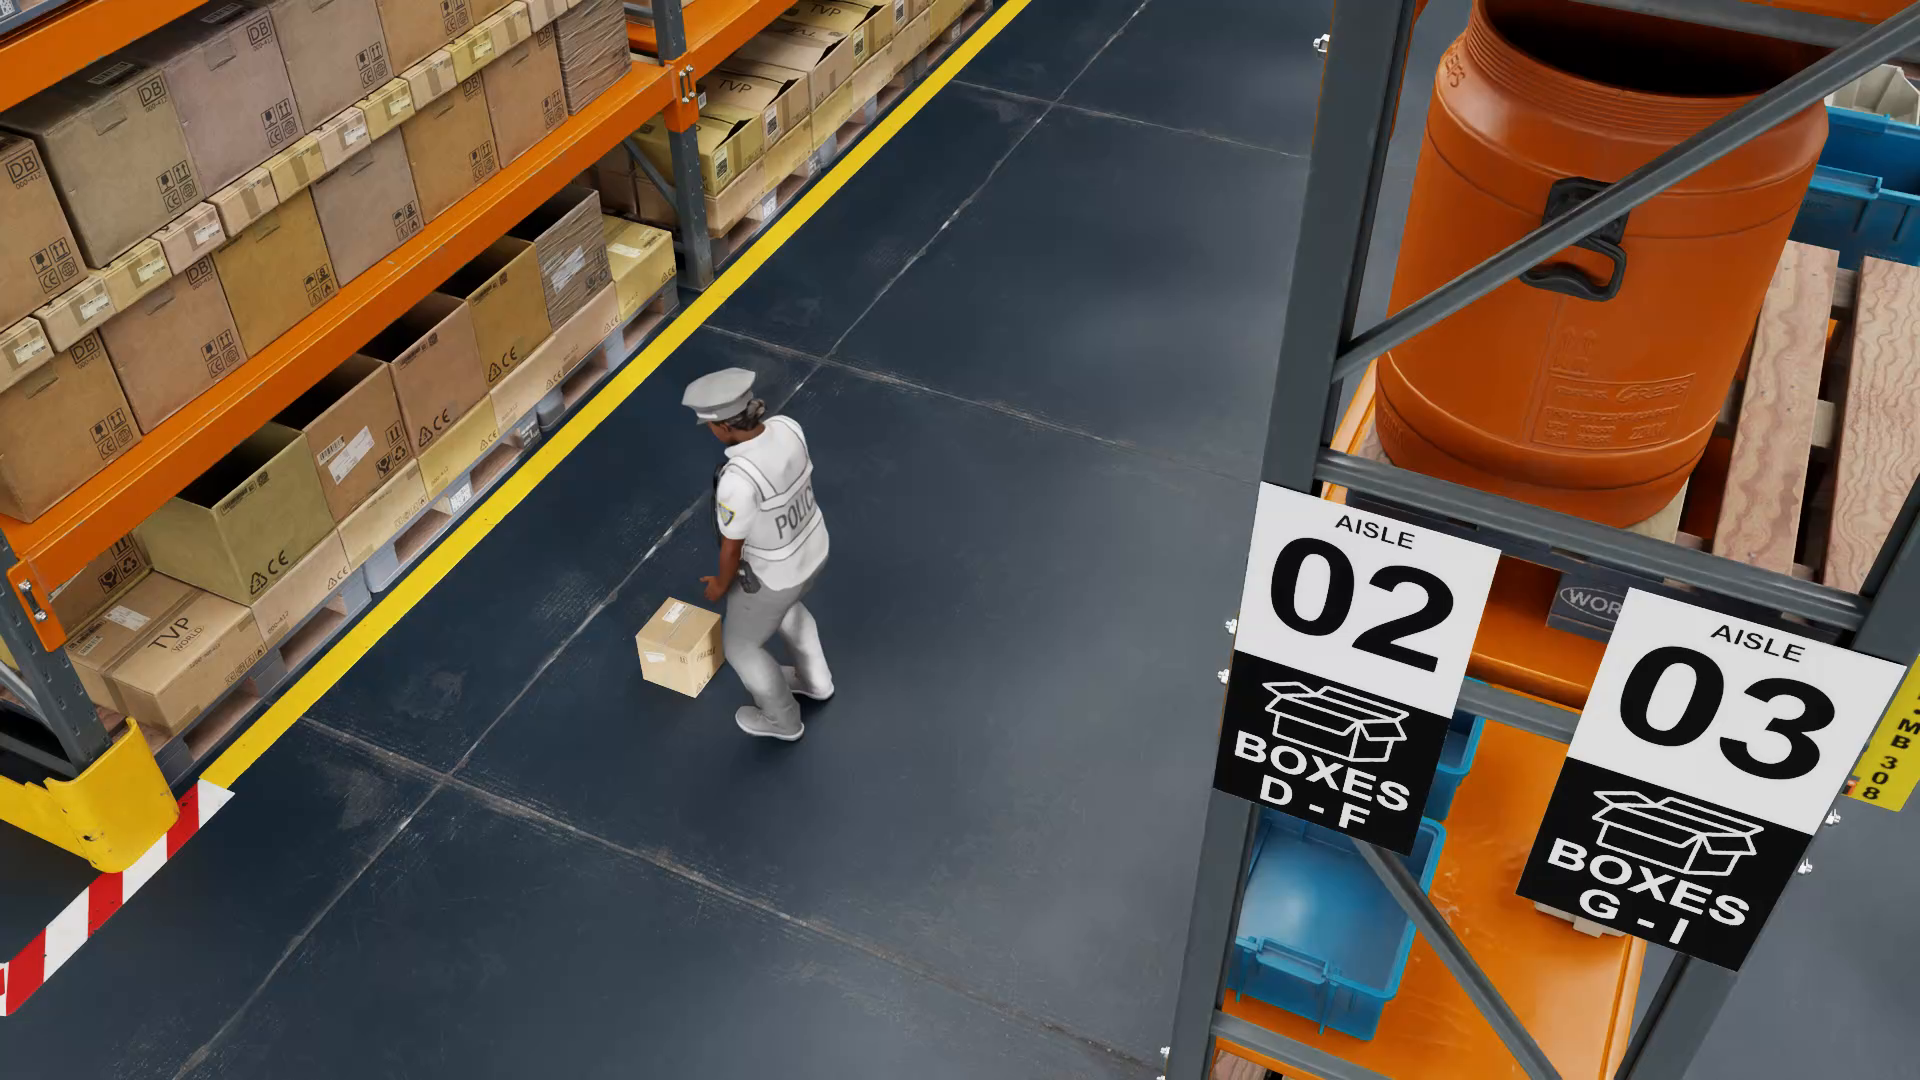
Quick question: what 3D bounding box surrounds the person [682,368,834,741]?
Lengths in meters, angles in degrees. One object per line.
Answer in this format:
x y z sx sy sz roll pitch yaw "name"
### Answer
-0.723 0.086 6.105 0.442 1.624 0.457 19 45 19 "person"
